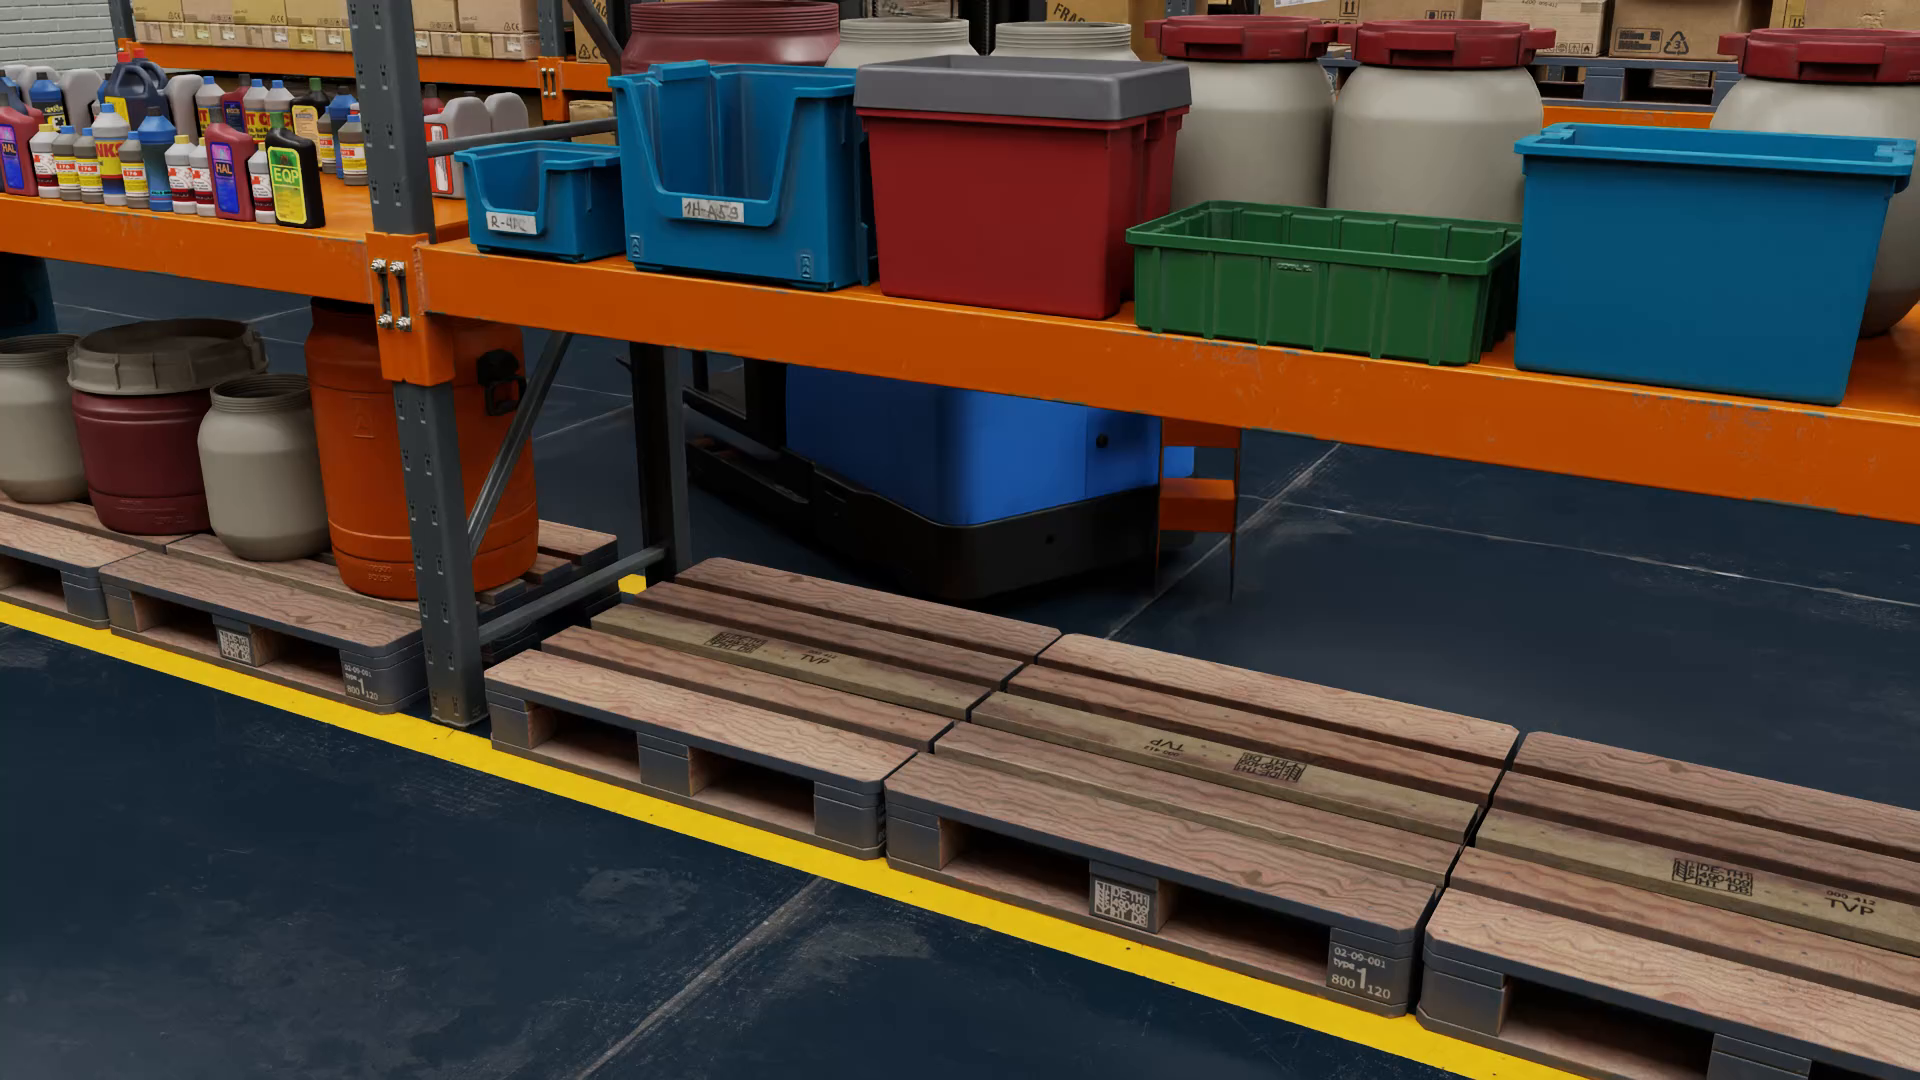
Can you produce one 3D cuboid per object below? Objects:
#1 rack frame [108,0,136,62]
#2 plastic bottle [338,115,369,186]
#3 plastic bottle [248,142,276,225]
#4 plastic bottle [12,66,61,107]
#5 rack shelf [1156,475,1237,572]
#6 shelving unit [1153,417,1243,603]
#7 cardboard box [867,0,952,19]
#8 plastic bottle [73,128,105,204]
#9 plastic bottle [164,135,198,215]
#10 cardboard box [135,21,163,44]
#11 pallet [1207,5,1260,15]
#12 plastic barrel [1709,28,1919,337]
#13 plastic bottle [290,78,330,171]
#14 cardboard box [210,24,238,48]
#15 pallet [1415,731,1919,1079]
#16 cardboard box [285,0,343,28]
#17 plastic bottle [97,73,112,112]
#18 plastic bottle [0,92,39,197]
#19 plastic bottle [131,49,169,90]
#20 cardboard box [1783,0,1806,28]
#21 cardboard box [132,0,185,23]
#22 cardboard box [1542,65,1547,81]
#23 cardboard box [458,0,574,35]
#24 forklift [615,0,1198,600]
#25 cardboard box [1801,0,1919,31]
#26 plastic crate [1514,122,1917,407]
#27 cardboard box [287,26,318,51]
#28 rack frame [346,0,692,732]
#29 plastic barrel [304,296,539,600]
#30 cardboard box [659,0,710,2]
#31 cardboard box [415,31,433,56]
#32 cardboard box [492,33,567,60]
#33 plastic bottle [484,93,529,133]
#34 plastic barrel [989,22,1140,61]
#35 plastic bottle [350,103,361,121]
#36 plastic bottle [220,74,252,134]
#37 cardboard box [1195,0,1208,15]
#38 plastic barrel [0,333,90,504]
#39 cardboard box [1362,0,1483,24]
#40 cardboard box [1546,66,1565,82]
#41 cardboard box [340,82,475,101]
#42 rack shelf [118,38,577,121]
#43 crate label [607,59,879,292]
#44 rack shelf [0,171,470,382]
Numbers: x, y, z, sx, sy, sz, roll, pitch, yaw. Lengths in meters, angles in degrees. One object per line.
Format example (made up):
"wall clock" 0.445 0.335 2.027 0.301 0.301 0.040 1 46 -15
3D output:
"rack frame" -5.704 -3.861 12.110 0.127 3.000 1.000 11 23 27
"plastic bottle" -1.804 -1.168 4.976 0.097 0.201 0.097 0 20 0
"plastic bottle" -1.788 -0.928 4.315 0.097 0.201 0.097 0 20 0
"plastic bottle" -3.249 -1.527 5.857 0.135 0.276 0.152 11 23 27
"rack shelf" 0.758 -0.060 5.337 0.240 0.259 0.215 3 20 7
"shelving unit" 0.758 -0.331 5.239 0.252 1.050 0.215 3 20 7
"cardboard box" -0.158 -2.756 8.917 0.500 0.500 0.500 10 22 26
"plastic bottle" -2.414 -1.047 4.644 0.097 0.201 0.097 0 20 0
"plastic bottle" -2.074 -0.982 4.465 0.097 0.201 0.097 0 20 0
"cardboard box" -5.555 -3.586 11.720 0.250 0.149 0.380 11 23 28
"pallet" 2.040 -4.217 13.374 1.213 0.211 1.003 11 23 27
"plastic barrel" 1.629 -0.679 3.139 0.433 0.535 0.433 0 20 0
"plastic bottle" -2.055 -1.321 5.278 0.133 0.283 0.061 11 23 27
"cardboard box" -4.878 -3.458 11.367 0.250 0.149 0.380 10 22 26
"pallet" 1.653 0.801 3.348 1.213 0.211 1.003 11 23 27
"cardboard box" -4.064 -3.516 10.942 0.500 0.250 0.500 10 22 26
"plastic bottle" -2.845 -1.435 5.610 0.097 0.271 0.097 0 20 0
"plastic bottle" -2.694 -1.132 4.757 0.133 0.283 0.061 11 23 27
"plastic bottle" -2.703 -1.460 5.562 0.185 0.351 0.144 11 23 27
"cardboard box" 5.811 -3.547 11.099 0.500 0.500 0.500 11 23 28
"cardboard box" -5.416 -3.770 11.643 0.500 0.250 0.500 10 22 26
"cardboard box" 5.551 -4.819 17.251 0.875 0.875 0.875 11 22 27
"cardboard box" -2.725 -3.260 10.238 0.500 0.250 0.500 10 22 26
"forklift" -0.437 -1.637 6.080 1.130 2.935 3.031 -13 24 -32
"cardboard box" 4.147 -2.519 6.914 1.000 1.000 1.000 11 23 28
"plastic crate" 1.242 -0.474 2.797 0.575 0.384 0.392 11 23 27
"cardboard box" -4.211 -3.330 11.015 0.250 0.149 0.380 10 22 26
"rack frame" -1.135 -1.056 4.378 0.127 3.000 1.000 11 23 27
"plastic barrel" -1.570 -0.310 4.887 0.708 0.830 0.600 11 23 27
"cardboard box" -1.493 -3.009 9.614 0.500 0.500 0.500 11 23 27
"cardboard box" -3.311 -3.159 10.544 0.250 0.149 0.380 11 23 28
"cardboard box" -2.637 -3.031 10.190 0.250 0.149 0.380 11 23 28
"plastic bottle" -1.355 -1.166 4.863 0.135 0.276 0.152 11 23 27
"plastic barrel" 0.235 -0.931 3.869 0.421 0.512 0.421 0 20 0
"plastic bottle" -1.759 -1.243 5.075 0.135 0.276 0.152 11 23 27
"plastic bottle" -2.342 -1.375 5.429 0.133 0.283 0.061 11 23 27
"cardboard box" 0.989 -2.739 8.872 0.500 0.500 0.500 12 23 29
"plastic barrel" -3.093 -0.415 5.644 0.421 0.512 0.421 0 20 0
"cardboard box" 2.308 -2.634 7.965 0.500 0.500 0.700 15 25 35
"cardboard box" 7.625 -6.074 21.261 0.500 0.500 0.500 10 22 26
"cardboard box" -3.534 -2.678 11.348 0.875 0.875 0.875 11 23 27
"rack shelf" -3.958 -3.190 11.316 4.000 0.370 1.077 11 23 27
"crate label" -0.400 -0.827 3.694 0.616 0.435 0.502 11 23 27
"rack shelf" -2.881 -1.051 5.417 4.000 0.370 1.077 11 23 27
